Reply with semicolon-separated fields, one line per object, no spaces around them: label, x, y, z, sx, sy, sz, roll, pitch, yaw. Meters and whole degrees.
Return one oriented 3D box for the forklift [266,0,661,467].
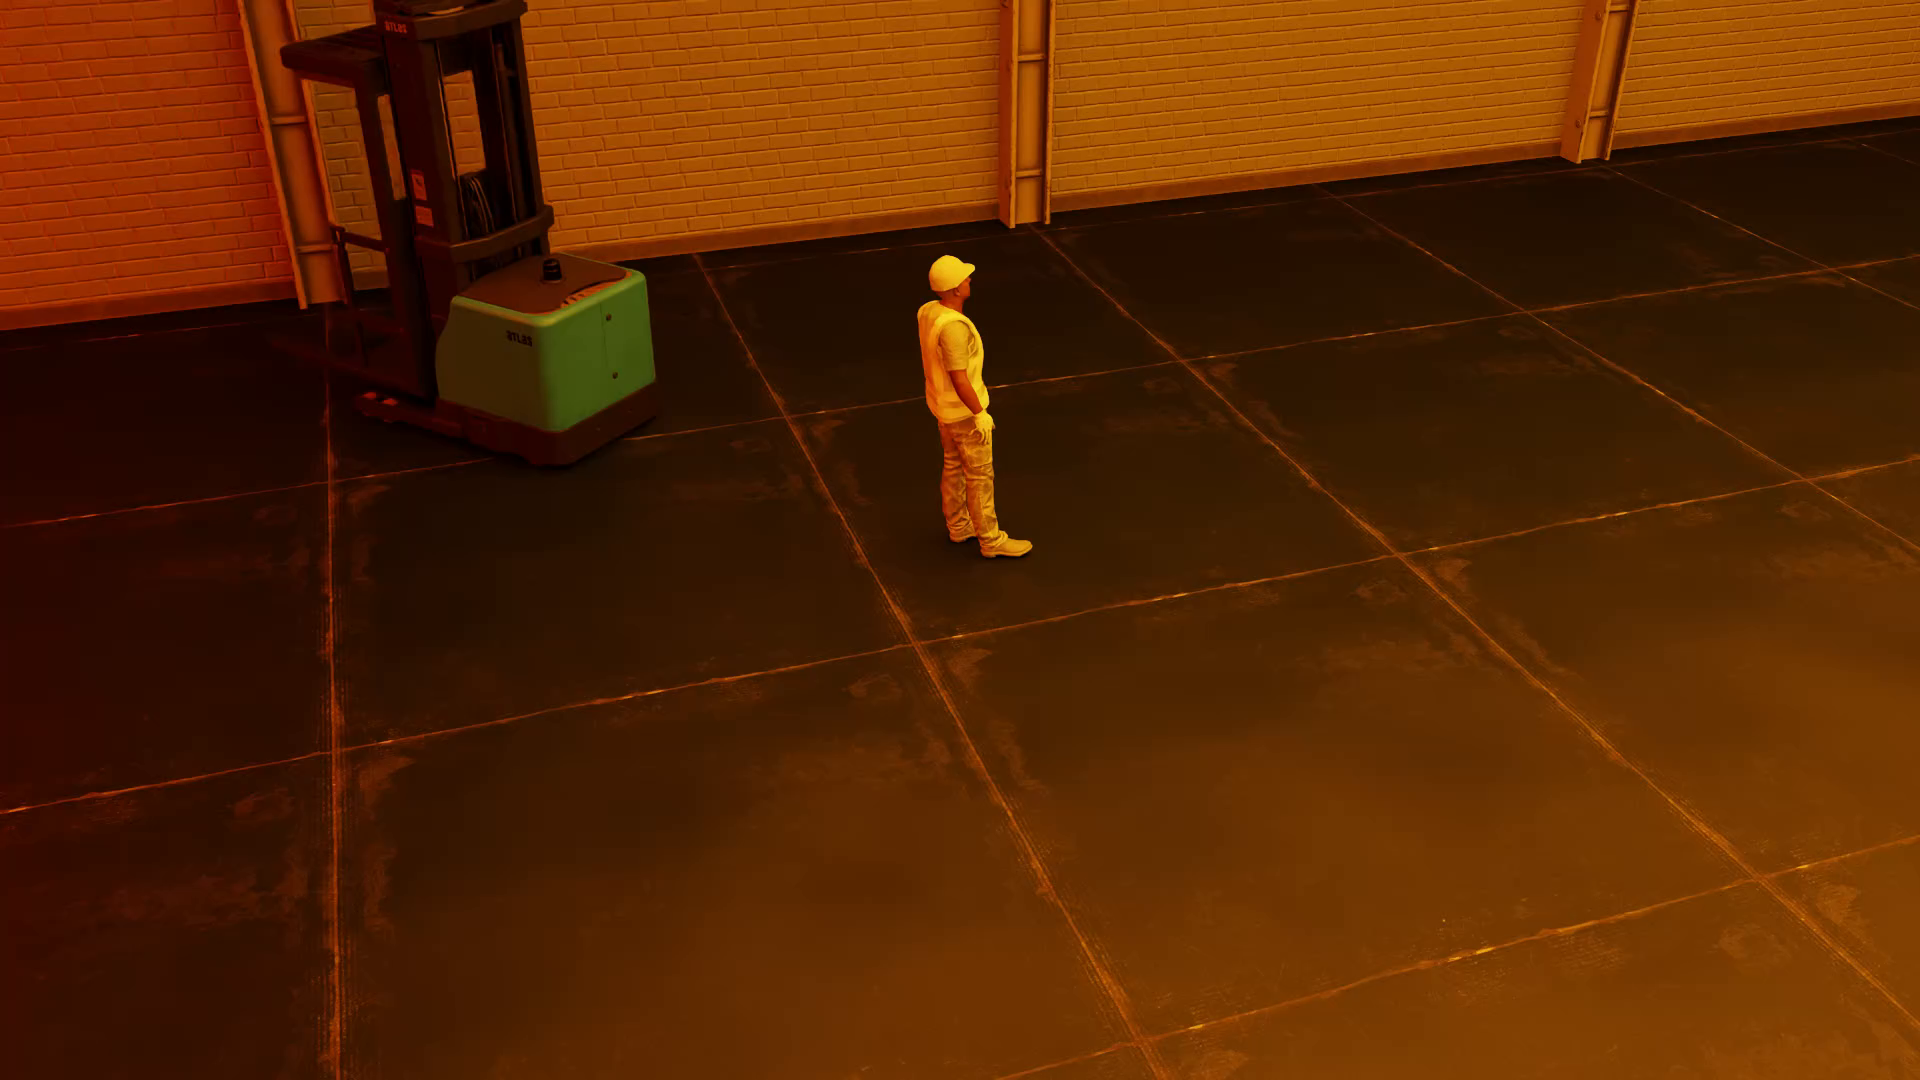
forklift;-3.581;-2.279;11.048;3.031;2.935;1.130;17;34;27

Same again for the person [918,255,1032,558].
person;0.071;-0.786;9.591;0.577;1.781;0.656;-10;31;-16
